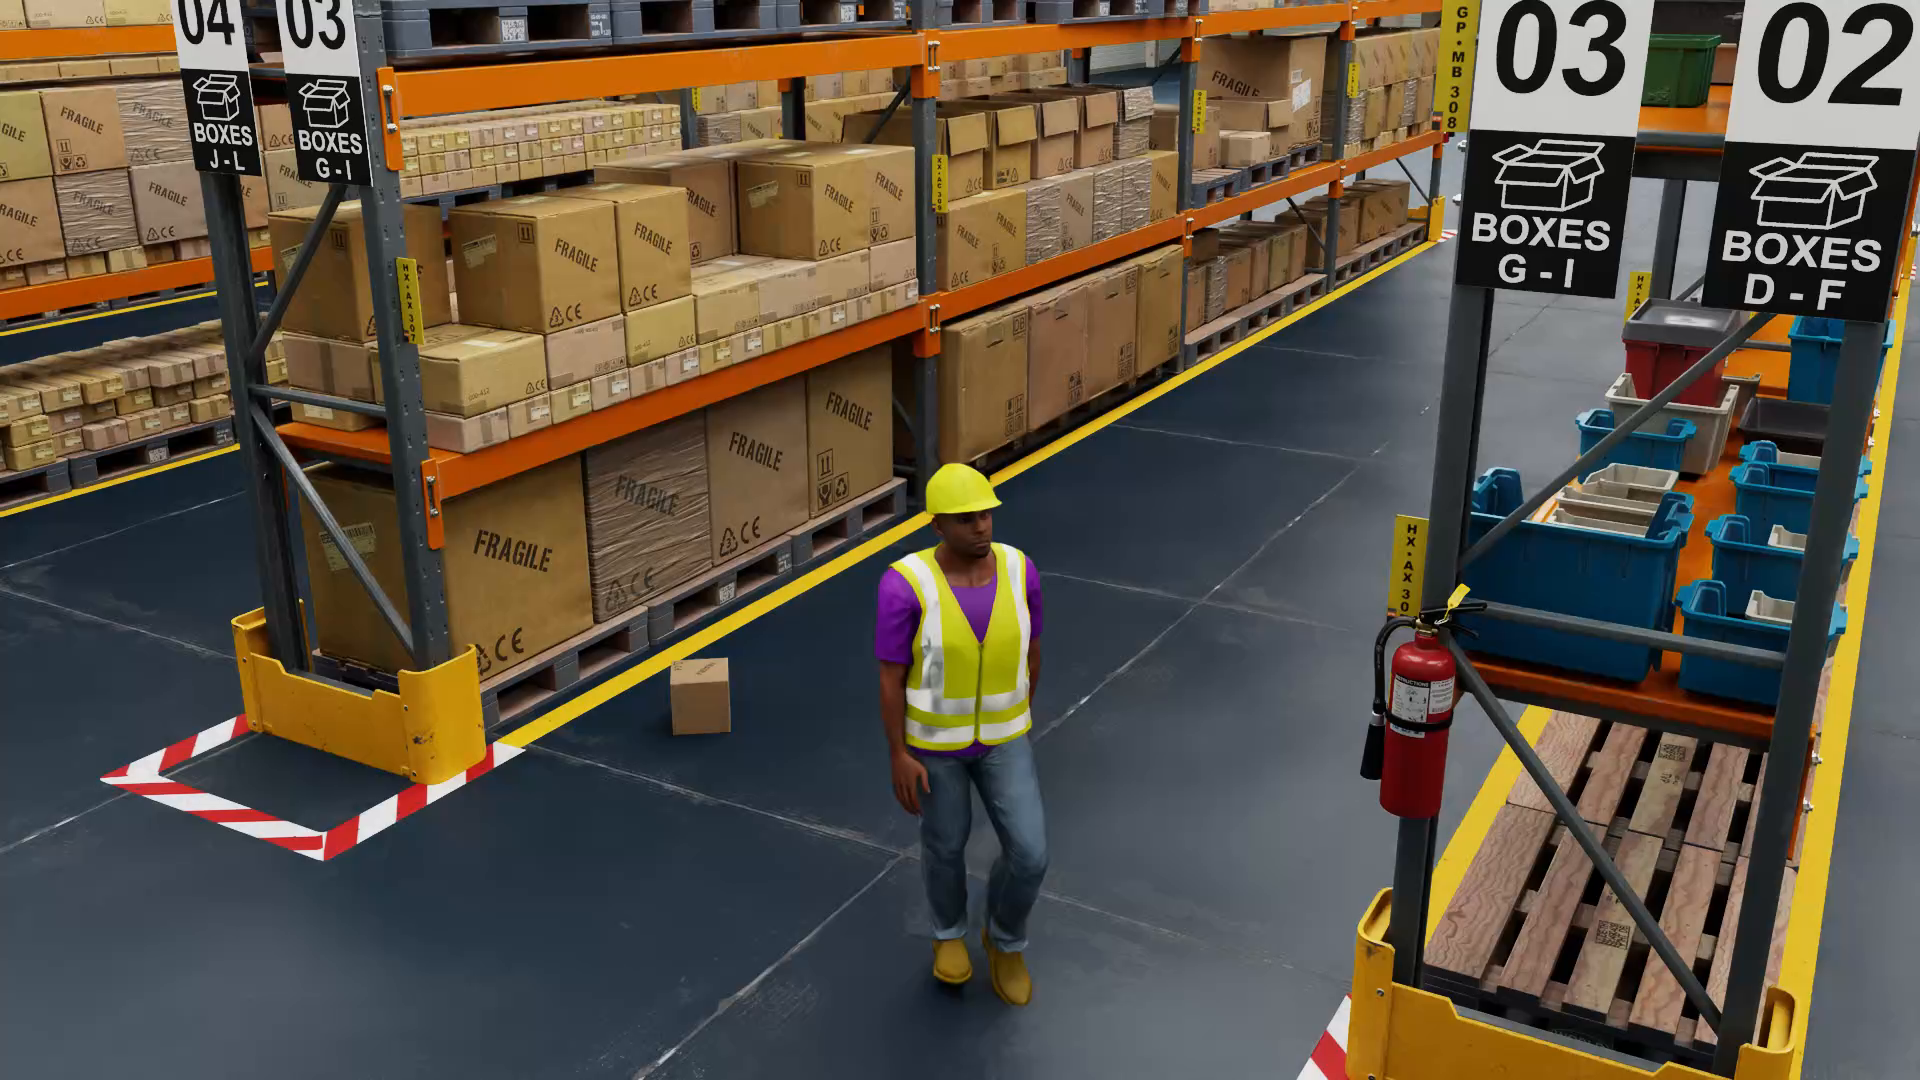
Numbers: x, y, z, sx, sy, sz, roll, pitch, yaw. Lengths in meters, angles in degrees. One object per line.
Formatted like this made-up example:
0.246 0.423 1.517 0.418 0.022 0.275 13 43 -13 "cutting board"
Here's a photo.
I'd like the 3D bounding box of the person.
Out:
0.020 0.641 5.199 0.563 1.809 0.504 -5 20 -15 "person"
